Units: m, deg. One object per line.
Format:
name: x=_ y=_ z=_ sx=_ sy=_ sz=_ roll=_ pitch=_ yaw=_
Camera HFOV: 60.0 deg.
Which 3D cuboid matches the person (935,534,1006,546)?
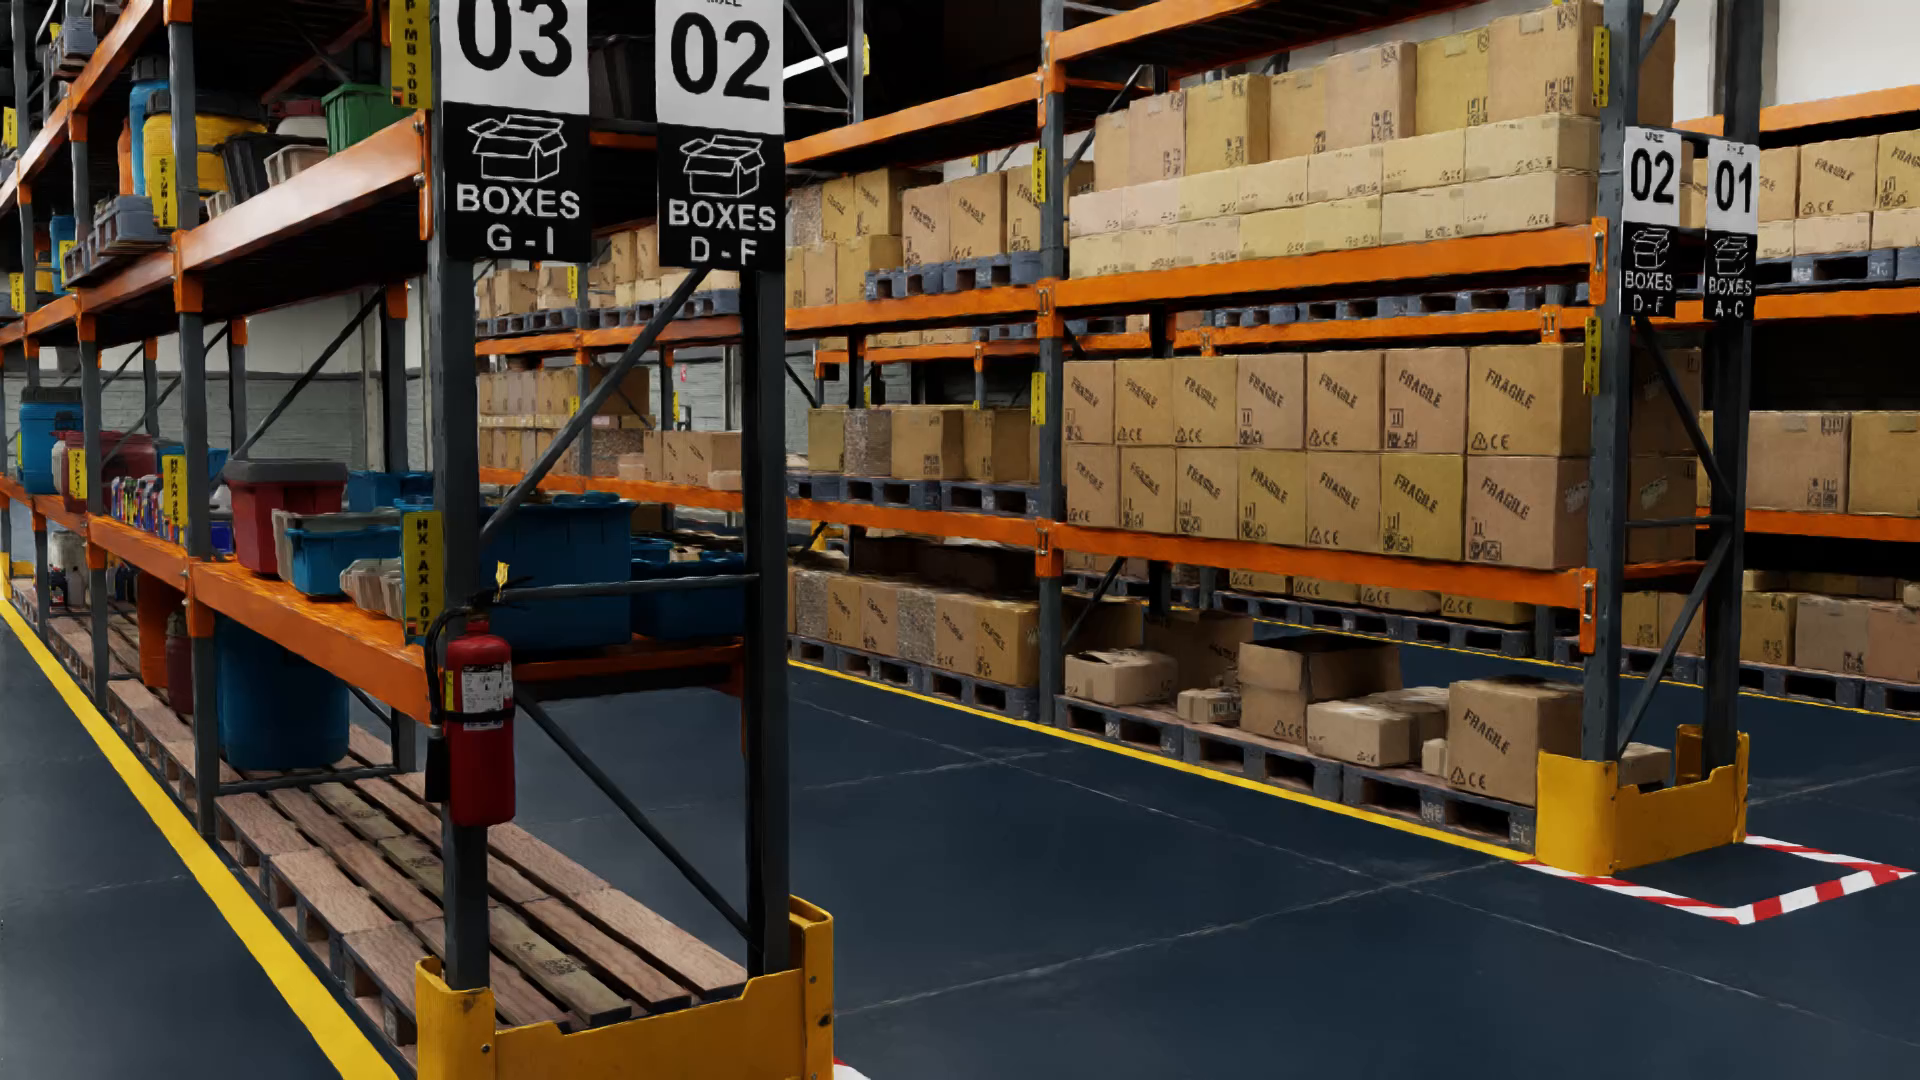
person: x=0.100 y=-0.089 z=15.174 sx=0.736 sy=1.759 sz=0.714 roll=-1 pitch=5 yaw=-10
